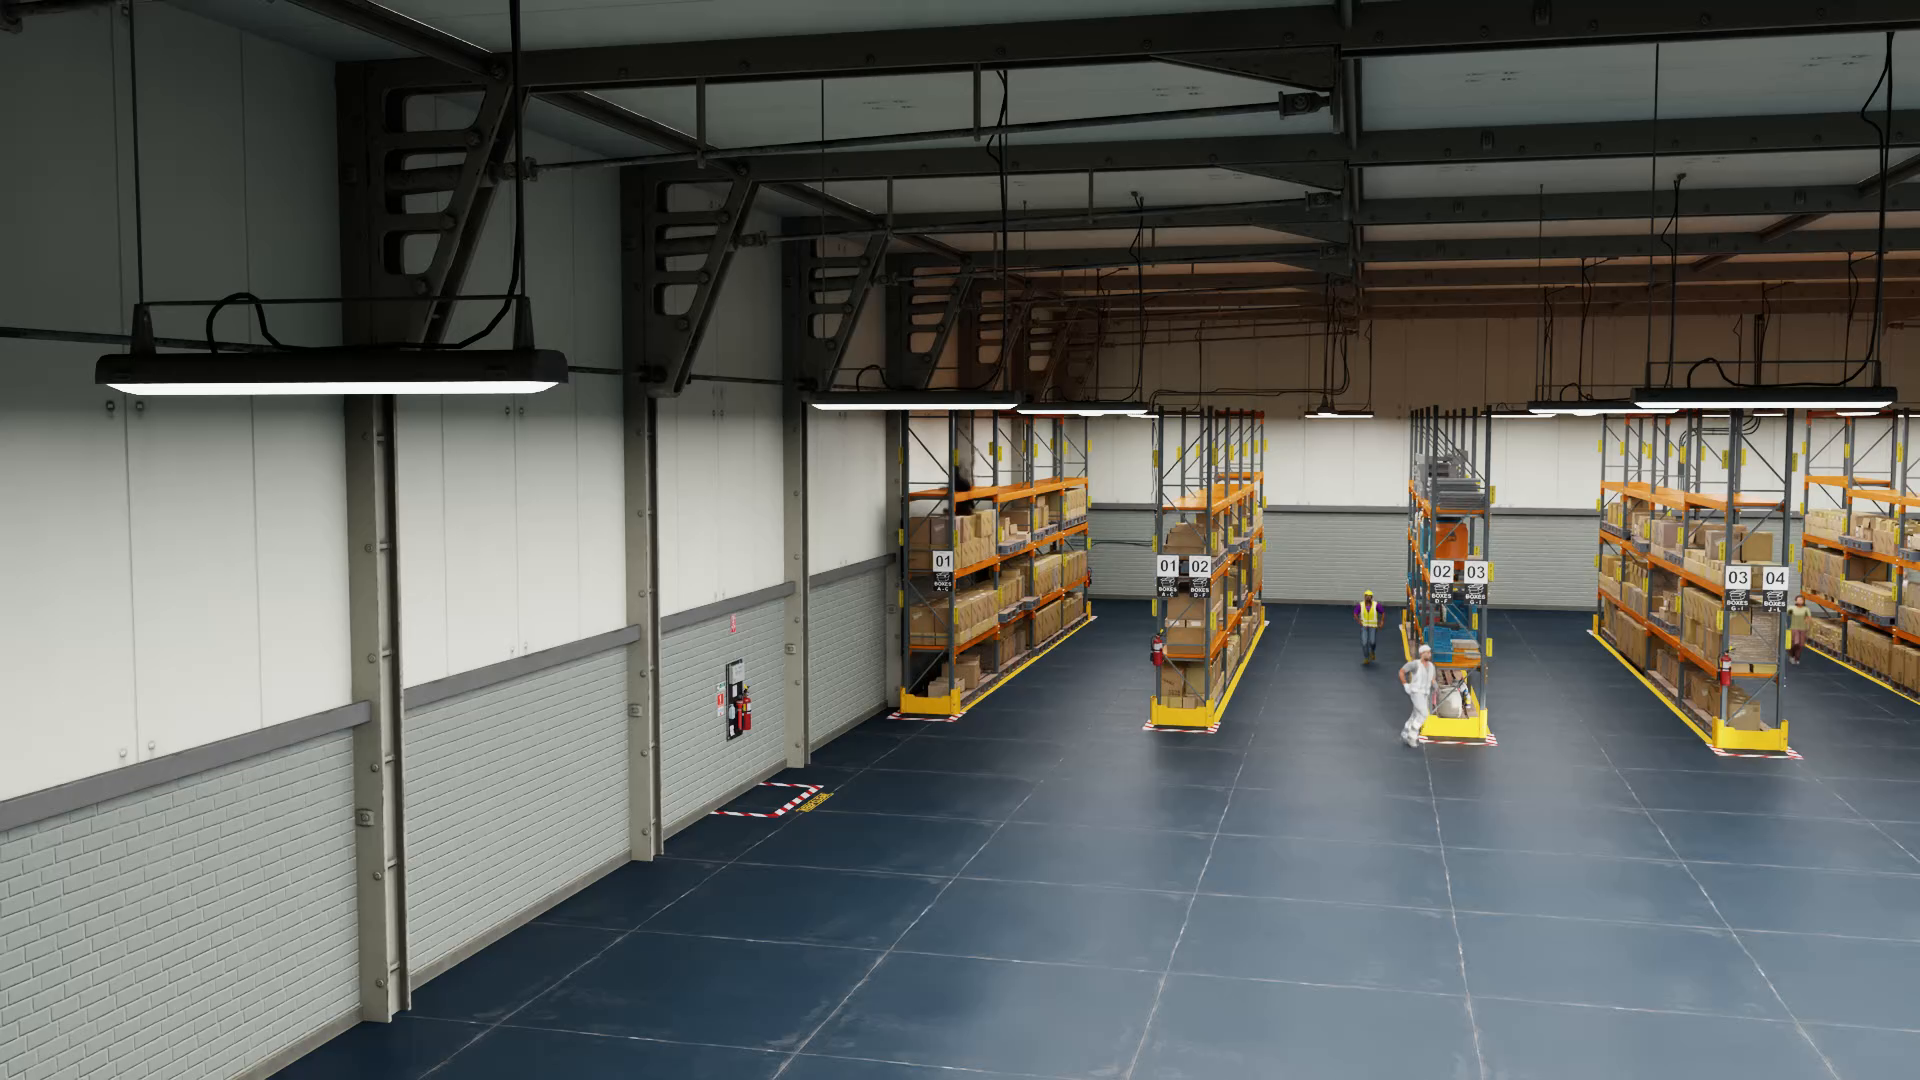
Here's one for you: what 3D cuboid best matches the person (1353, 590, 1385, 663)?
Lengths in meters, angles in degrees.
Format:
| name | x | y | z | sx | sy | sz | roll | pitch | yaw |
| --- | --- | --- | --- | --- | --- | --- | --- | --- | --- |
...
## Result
| name | x | y | z | sx | sy | sz | roll | pitch | yaw |
| --- | --- | --- | --- | --- | --- | --- | --- | --- | --- |
| person | 9.638 | 2.043 | 39.190 | 0.731 | 1.718 | 0.597 | 1 | 4 | 15 |

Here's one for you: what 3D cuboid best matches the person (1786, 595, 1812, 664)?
| name | x | y | z | sx | sy | sz | roll | pitch | yaw |
| --- | --- | --- | --- | --- | --- | --- | --- | --- | --- |
| person | 19.582 | 2.104 | 38.842 | 0.560 | 1.635 | 0.613 | 1 | 4 | 11 |

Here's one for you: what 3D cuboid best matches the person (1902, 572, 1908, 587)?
| name | x | y | z | sx | sy | sz | roll | pitch | yaw |
| --- | --- | --- | --- | --- | --- | --- | --- | --- | --- |
| person | 24.964 | 1.707 | 43.968 | 0.688 | 1.750 | 0.705 | 1 | 4 | 16 |

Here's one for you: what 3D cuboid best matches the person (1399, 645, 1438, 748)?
| name | x | y | z | sx | sy | sz | roll | pitch | yaw |
| --- | --- | --- | --- | --- | --- | --- | --- | --- | --- |
| person | 8.129 | 2.748 | 29.319 | 0.687 | 1.791 | 0.666 | -3 | 5 | -35 |
